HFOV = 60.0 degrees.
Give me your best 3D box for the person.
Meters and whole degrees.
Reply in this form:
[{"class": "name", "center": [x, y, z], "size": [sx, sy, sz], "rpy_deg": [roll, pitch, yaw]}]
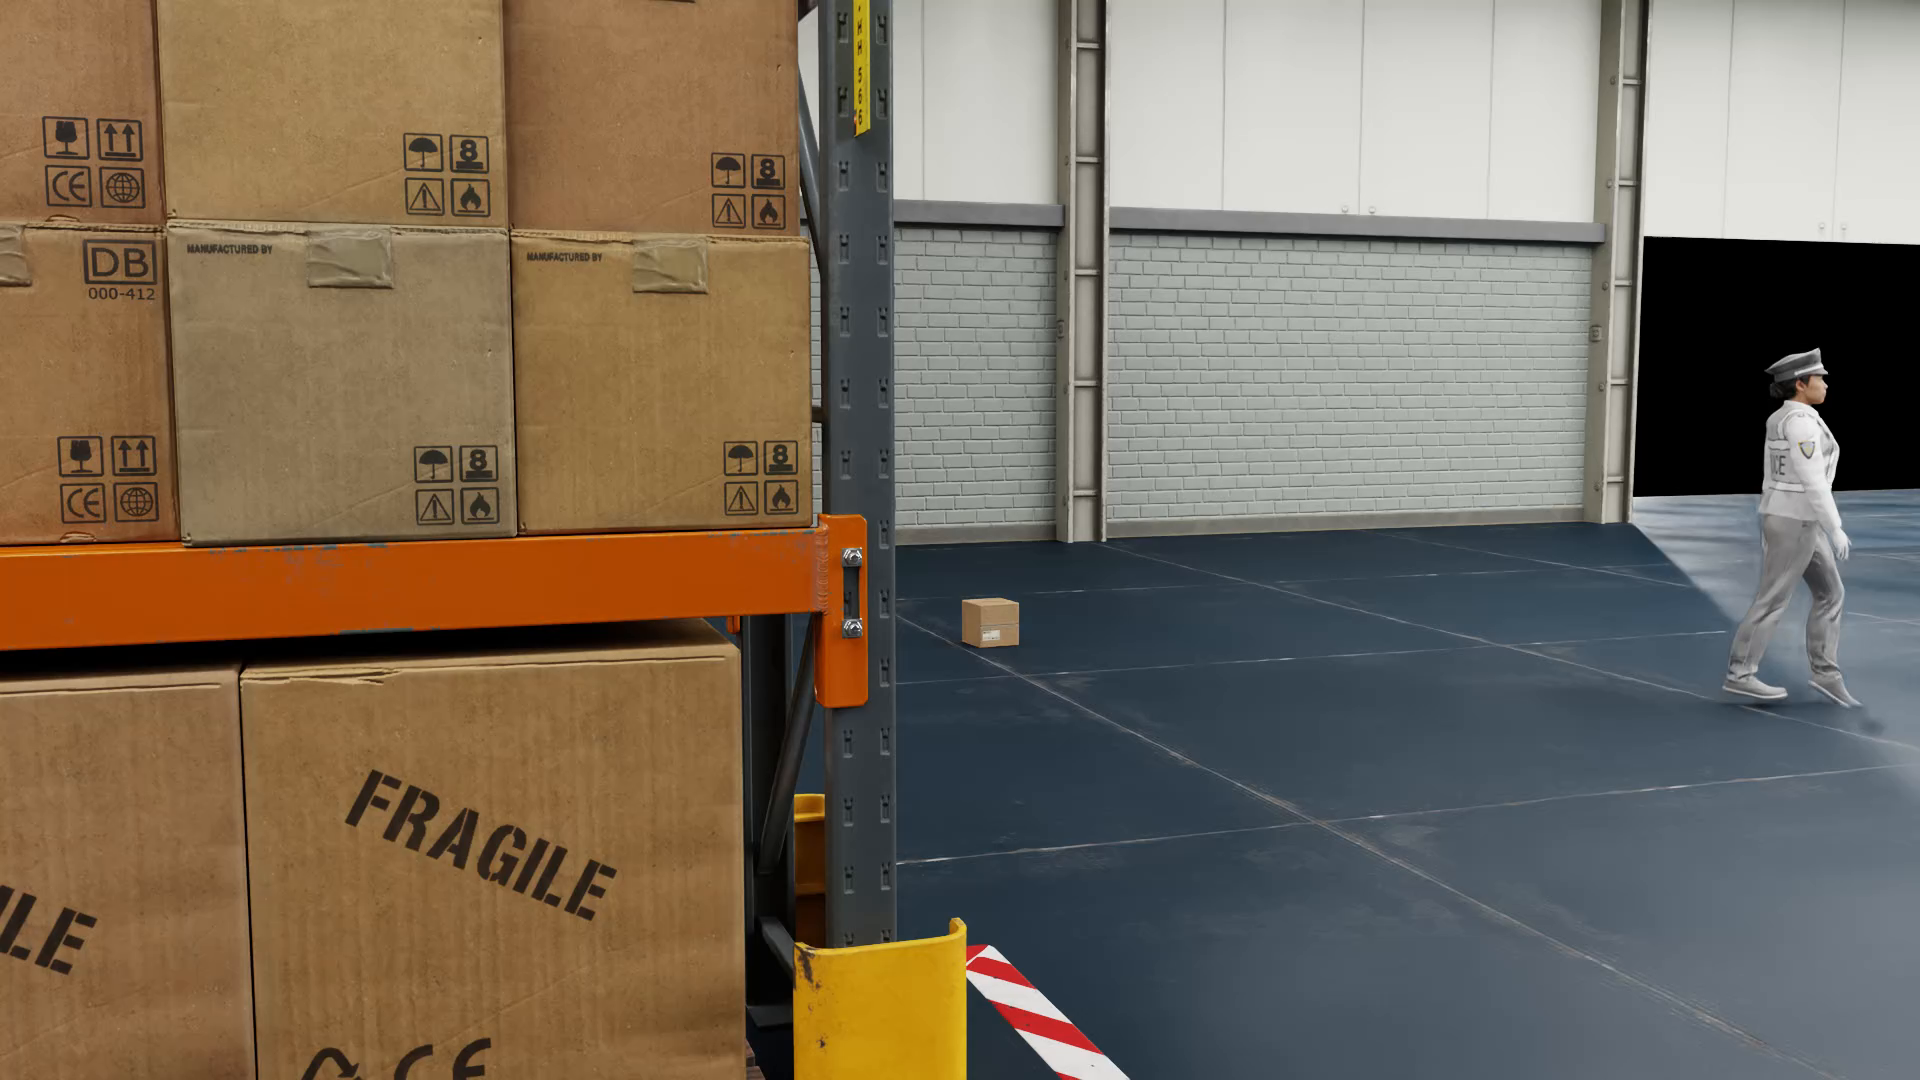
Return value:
[{"class": "person", "center": [3.991, -0.035, 7.880], "size": [0.638, 1.742, 0.548], "rpy_deg": [2, 6, 17]}]
